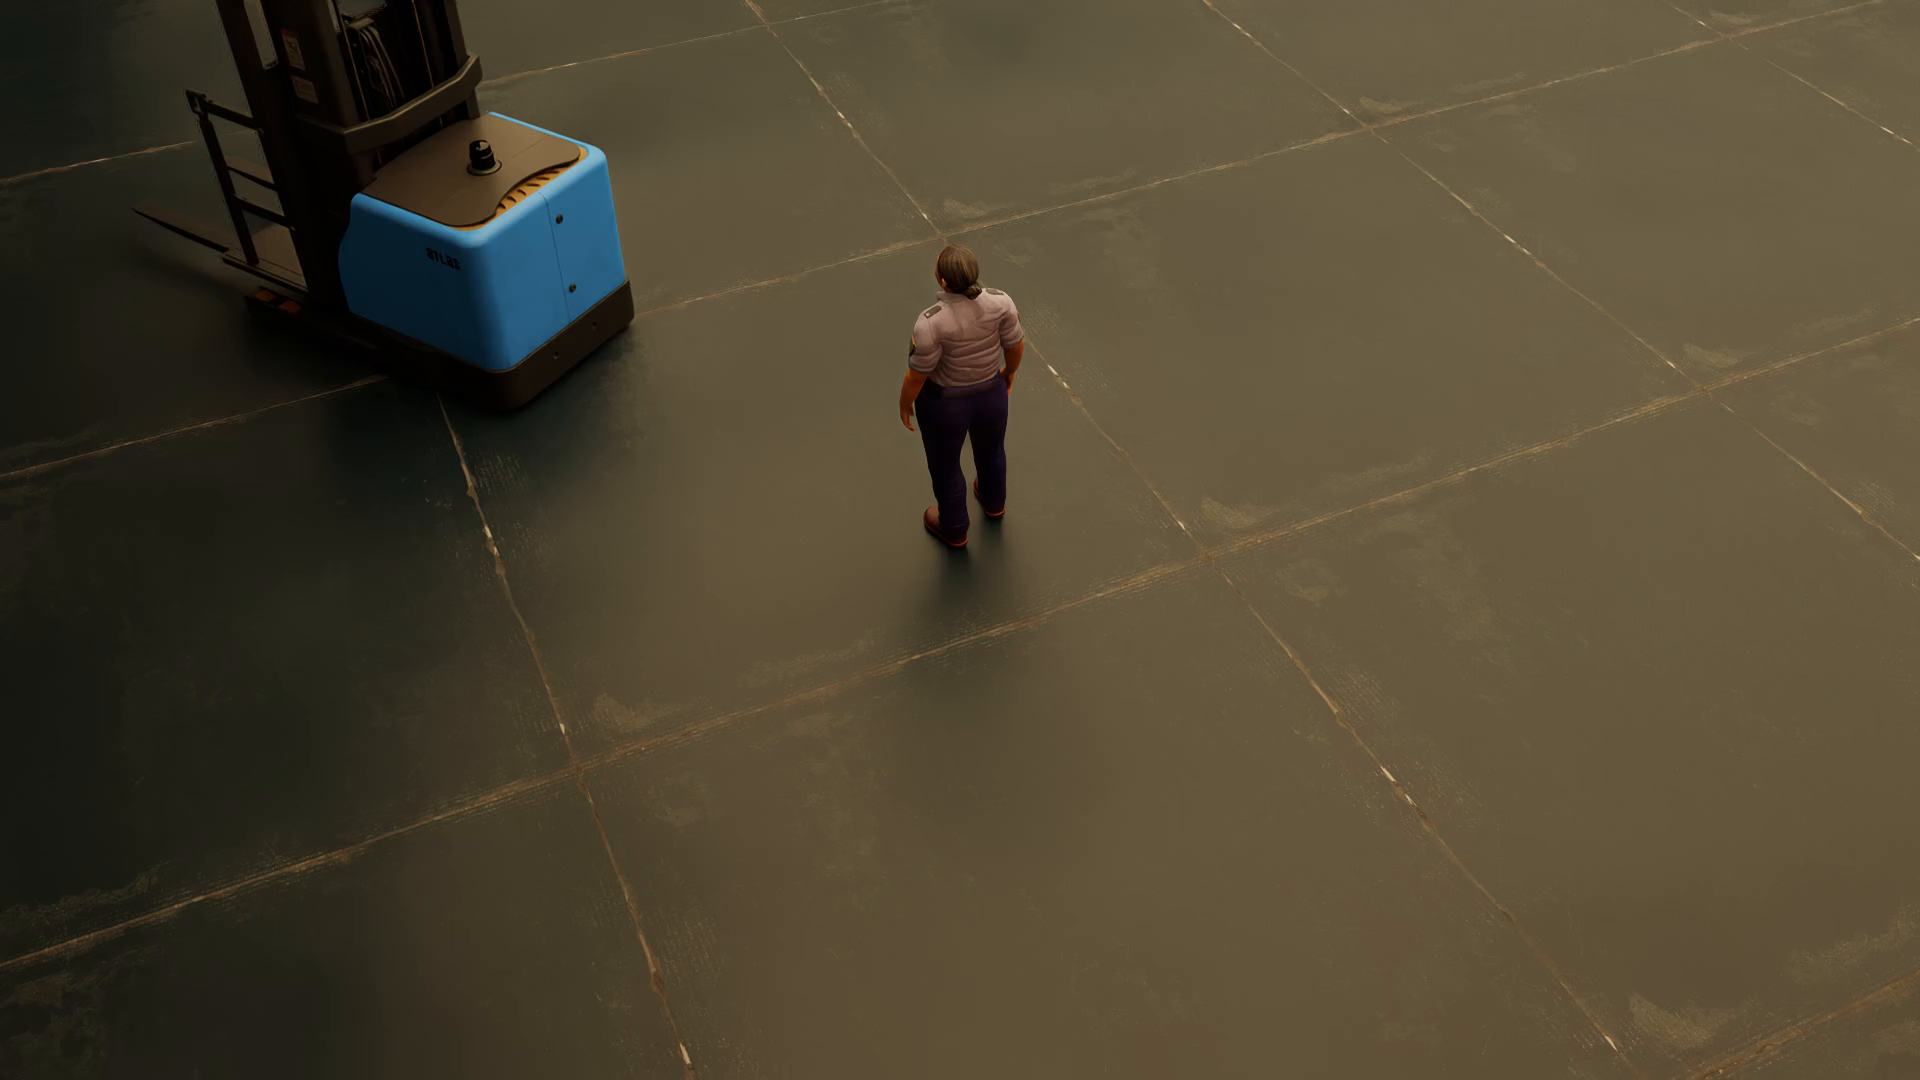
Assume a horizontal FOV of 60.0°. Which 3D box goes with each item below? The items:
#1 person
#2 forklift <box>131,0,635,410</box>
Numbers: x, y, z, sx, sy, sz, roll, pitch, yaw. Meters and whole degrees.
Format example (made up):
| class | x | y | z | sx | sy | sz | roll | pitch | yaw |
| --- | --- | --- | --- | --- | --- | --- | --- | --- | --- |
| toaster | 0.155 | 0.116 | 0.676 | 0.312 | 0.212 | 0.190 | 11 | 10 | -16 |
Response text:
| class | x | y | z | sx | sy | sz | roll | pitch | yaw |
| --- | --- | --- | --- | --- | --- | --- | --- | --- | --- |
| person | -0.017 | -0.669 | 7.327 | 0.599 | 1.650 | 0.503 | -18 | 46 | -18 |
| forklift | -3.296 | -2.488 | 8.346 | 3.031 | 2.935 | 1.130 | 22 | 47 | 22 |
